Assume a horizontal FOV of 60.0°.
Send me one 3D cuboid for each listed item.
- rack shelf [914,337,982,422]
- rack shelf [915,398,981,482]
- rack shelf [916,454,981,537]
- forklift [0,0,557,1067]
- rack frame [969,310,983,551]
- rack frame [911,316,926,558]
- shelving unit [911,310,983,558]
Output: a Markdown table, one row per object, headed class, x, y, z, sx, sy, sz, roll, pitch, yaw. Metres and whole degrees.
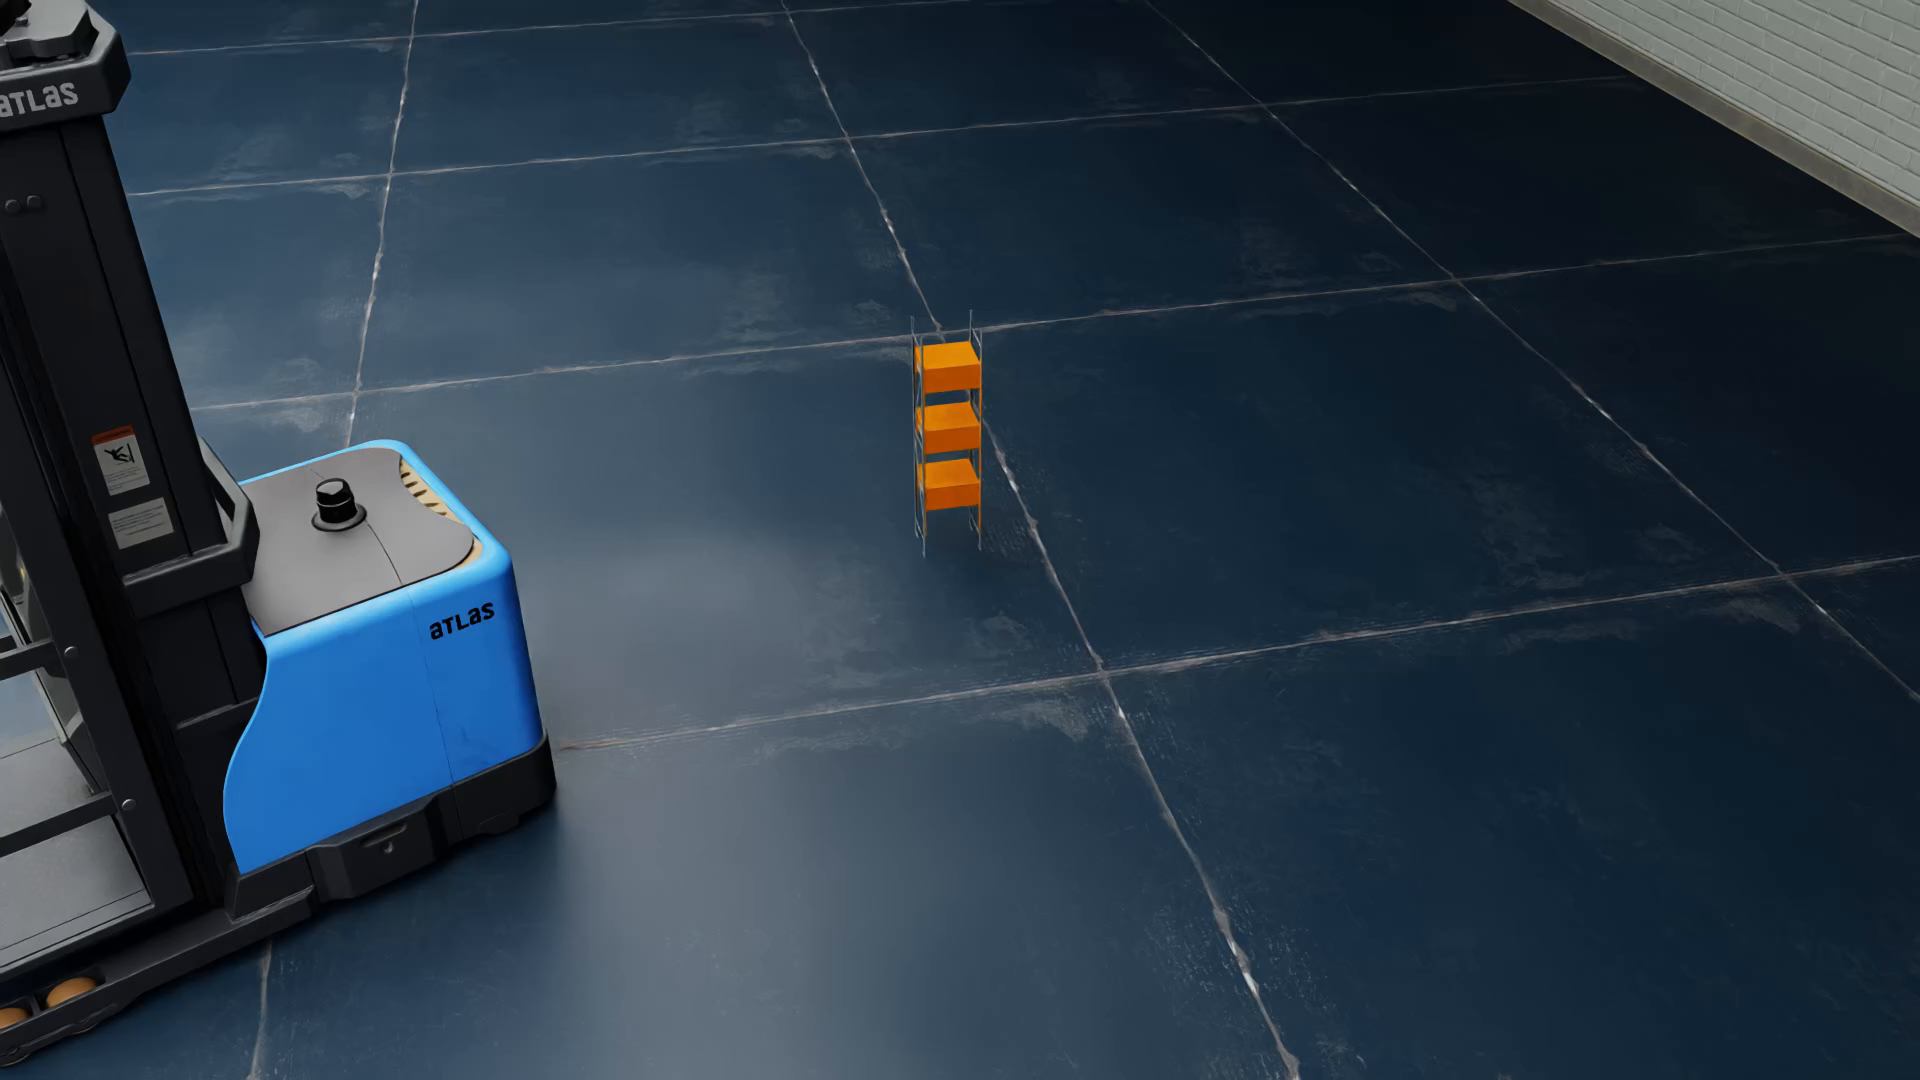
| class | x | y | z | sx | sy | sz | roll | pitch | yaw |
| --- | --- | --- | --- | --- | --- | --- | --- | --- | --- |
| rack shelf | -0.052 | -0.656 | 6.795 | 0.240 | 0.259 | 0.215 | -7 | 35 | -11 |
| rack shelf | -0.052 | -0.421 | 6.954 | 0.240 | 0.259 | 0.215 | -7 | 35 | -11 |
| rack shelf | -0.052 | -0.190 | 7.108 | 0.240 | 0.259 | 0.215 | -7 | 35 | -11 |
| forklift | -2.895 | 0.004 | 4.614 | 3.031 | 2.935 | 1.130 | -23 | 40 | -30 |
| rack frame | 0.067 | -0.444 | 6.970 | 0.008 | 1.050 | 0.200 | -7 | 35 | -11 |
| rack frame | -0.171 | -0.414 | 6.925 | 0.008 | 1.050 | 0.200 | -7 | 35 | -11 |
| shelving unit | -0.052 | -0.429 | 6.948 | 0.252 | 1.050 | 0.215 | -7 | 35 | -11 |
